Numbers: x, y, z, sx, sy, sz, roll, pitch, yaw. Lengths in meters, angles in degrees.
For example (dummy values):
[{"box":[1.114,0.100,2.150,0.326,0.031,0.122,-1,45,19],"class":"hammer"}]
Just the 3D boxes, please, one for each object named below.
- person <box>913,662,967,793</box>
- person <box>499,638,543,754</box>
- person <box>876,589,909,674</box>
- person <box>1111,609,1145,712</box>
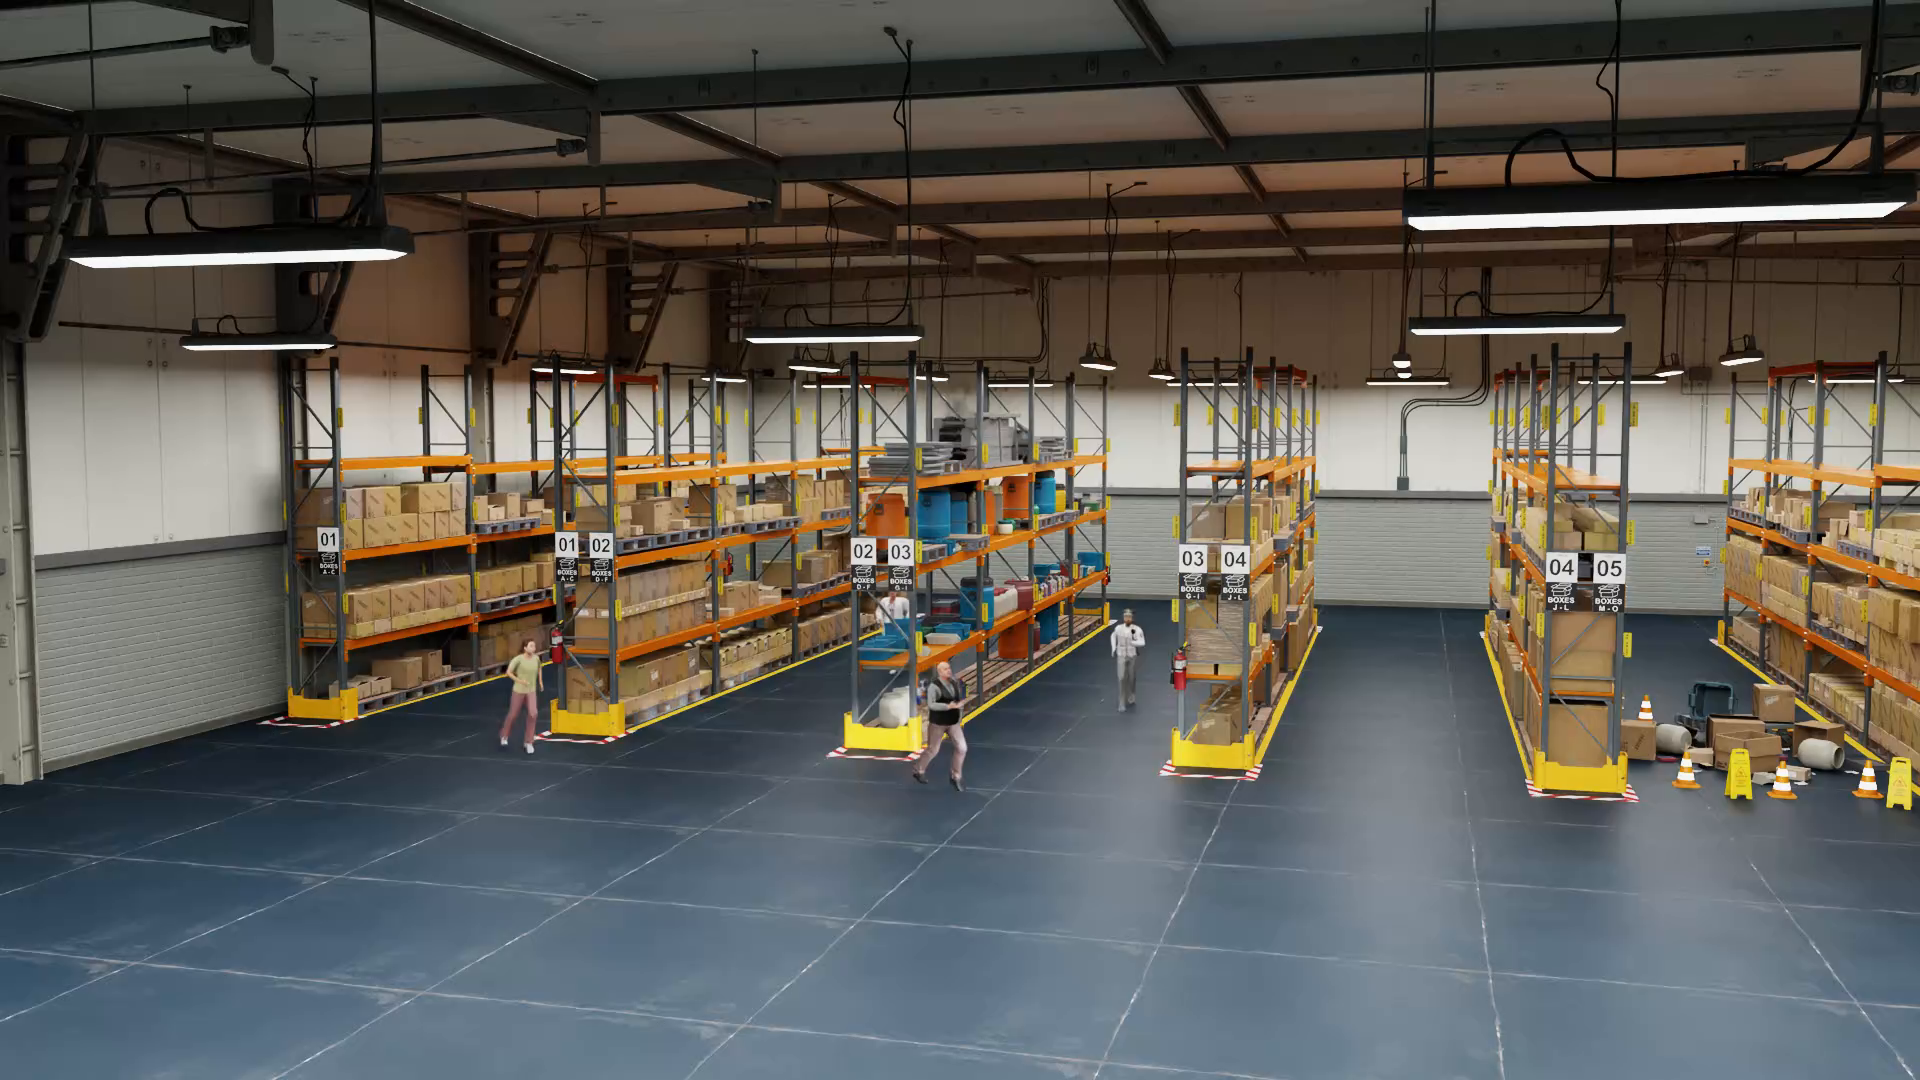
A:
[{"box":[-0.230,2.506,22.372,0.661,1.770,0.888,-4,5,-40],"class":"person"},{"box":[-6.548,2.319,25.113,0.642,1.687,0.840,-3,5,-38],"class":"person"},{"box":[-1.319,1.750,32.435,0.716,1.744,0.618,1,4,13],"class":"person"},{"box":[2.890,2.040,28.664,0.596,1.728,0.850,1,4,9],"class":"person"}]
